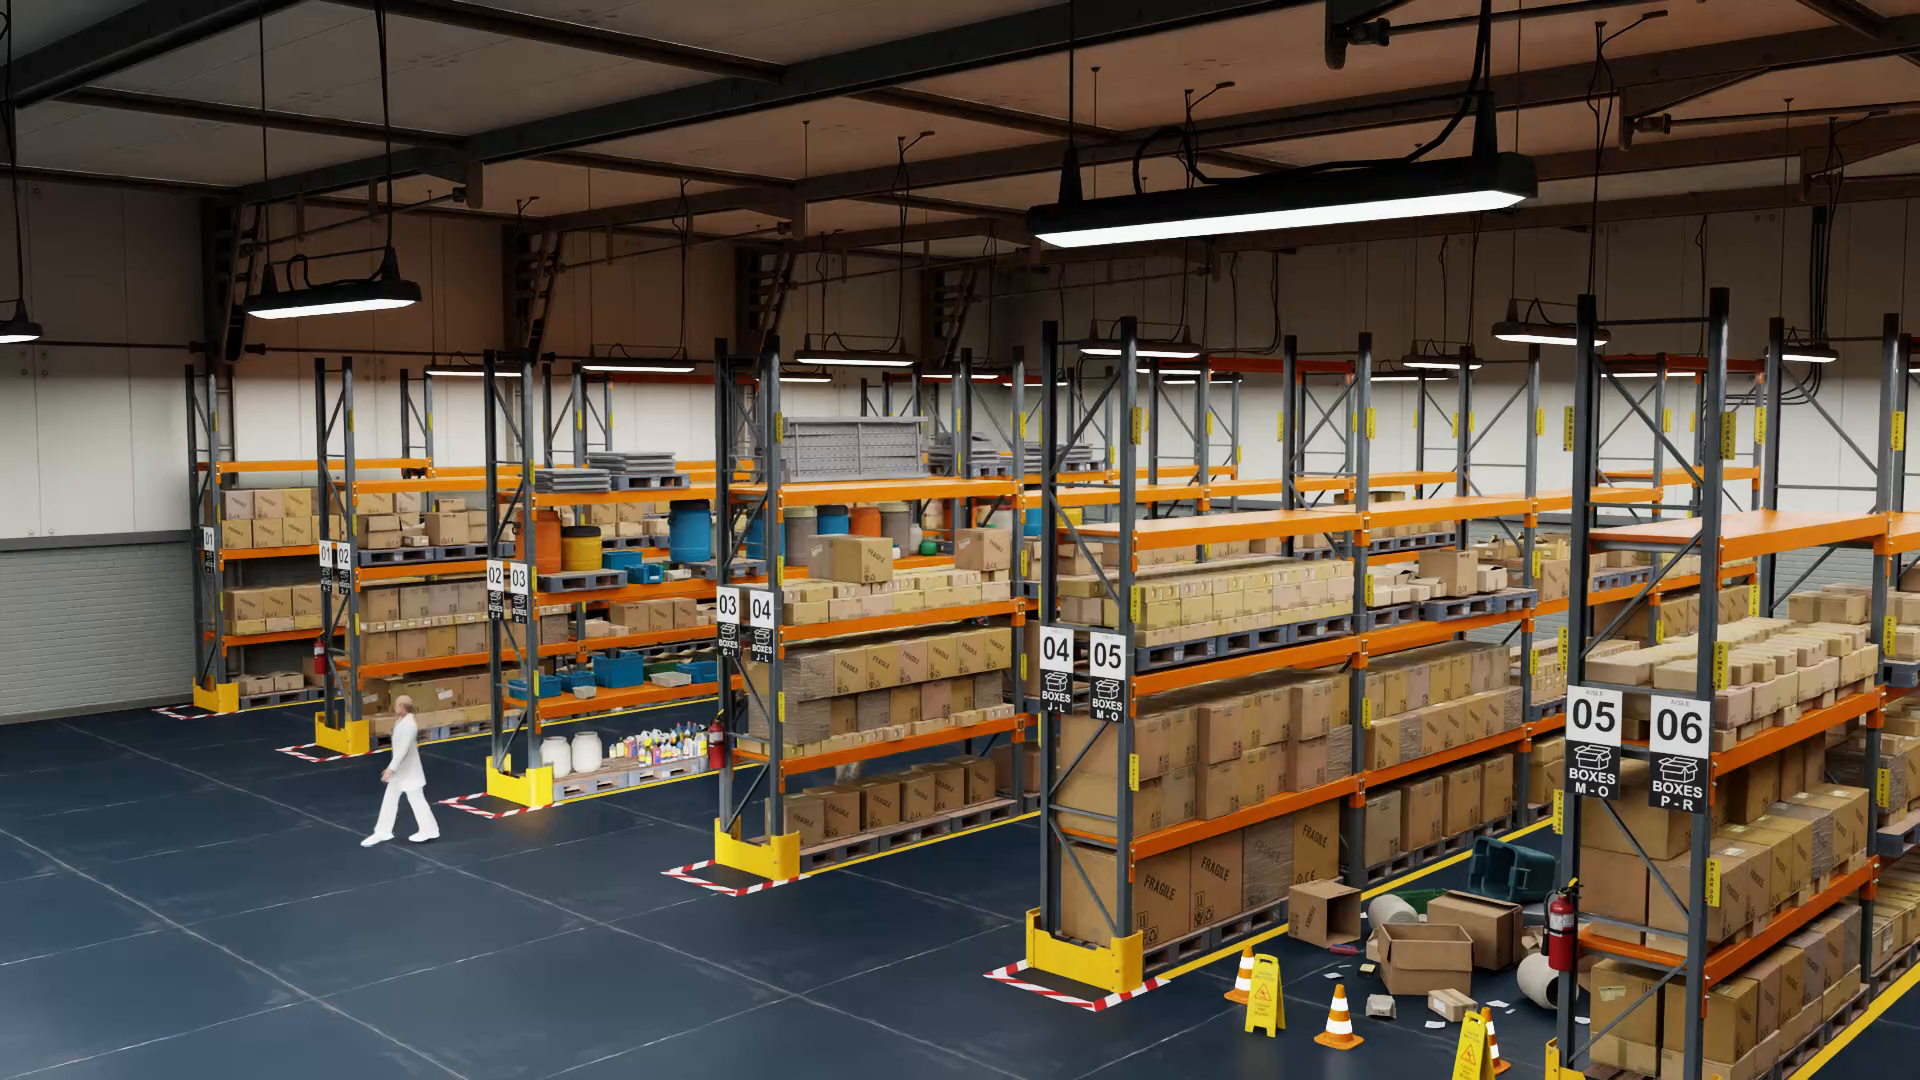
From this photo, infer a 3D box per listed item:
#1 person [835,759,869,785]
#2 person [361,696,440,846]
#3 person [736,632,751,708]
[{"bbox_3d":[-1.491,2.541,23.023,0.524,1.726,0.577,-3,5,-36],"label":"person"},{"bbox_3d":[-6.727,2.755,19.926,0.898,1.777,0.607,-2,5,-26],"label":"person"},{"bbox_3d":[-3.634,2.073,29.095,0.555,1.675,0.941,1,5,19],"label":"person"}]
